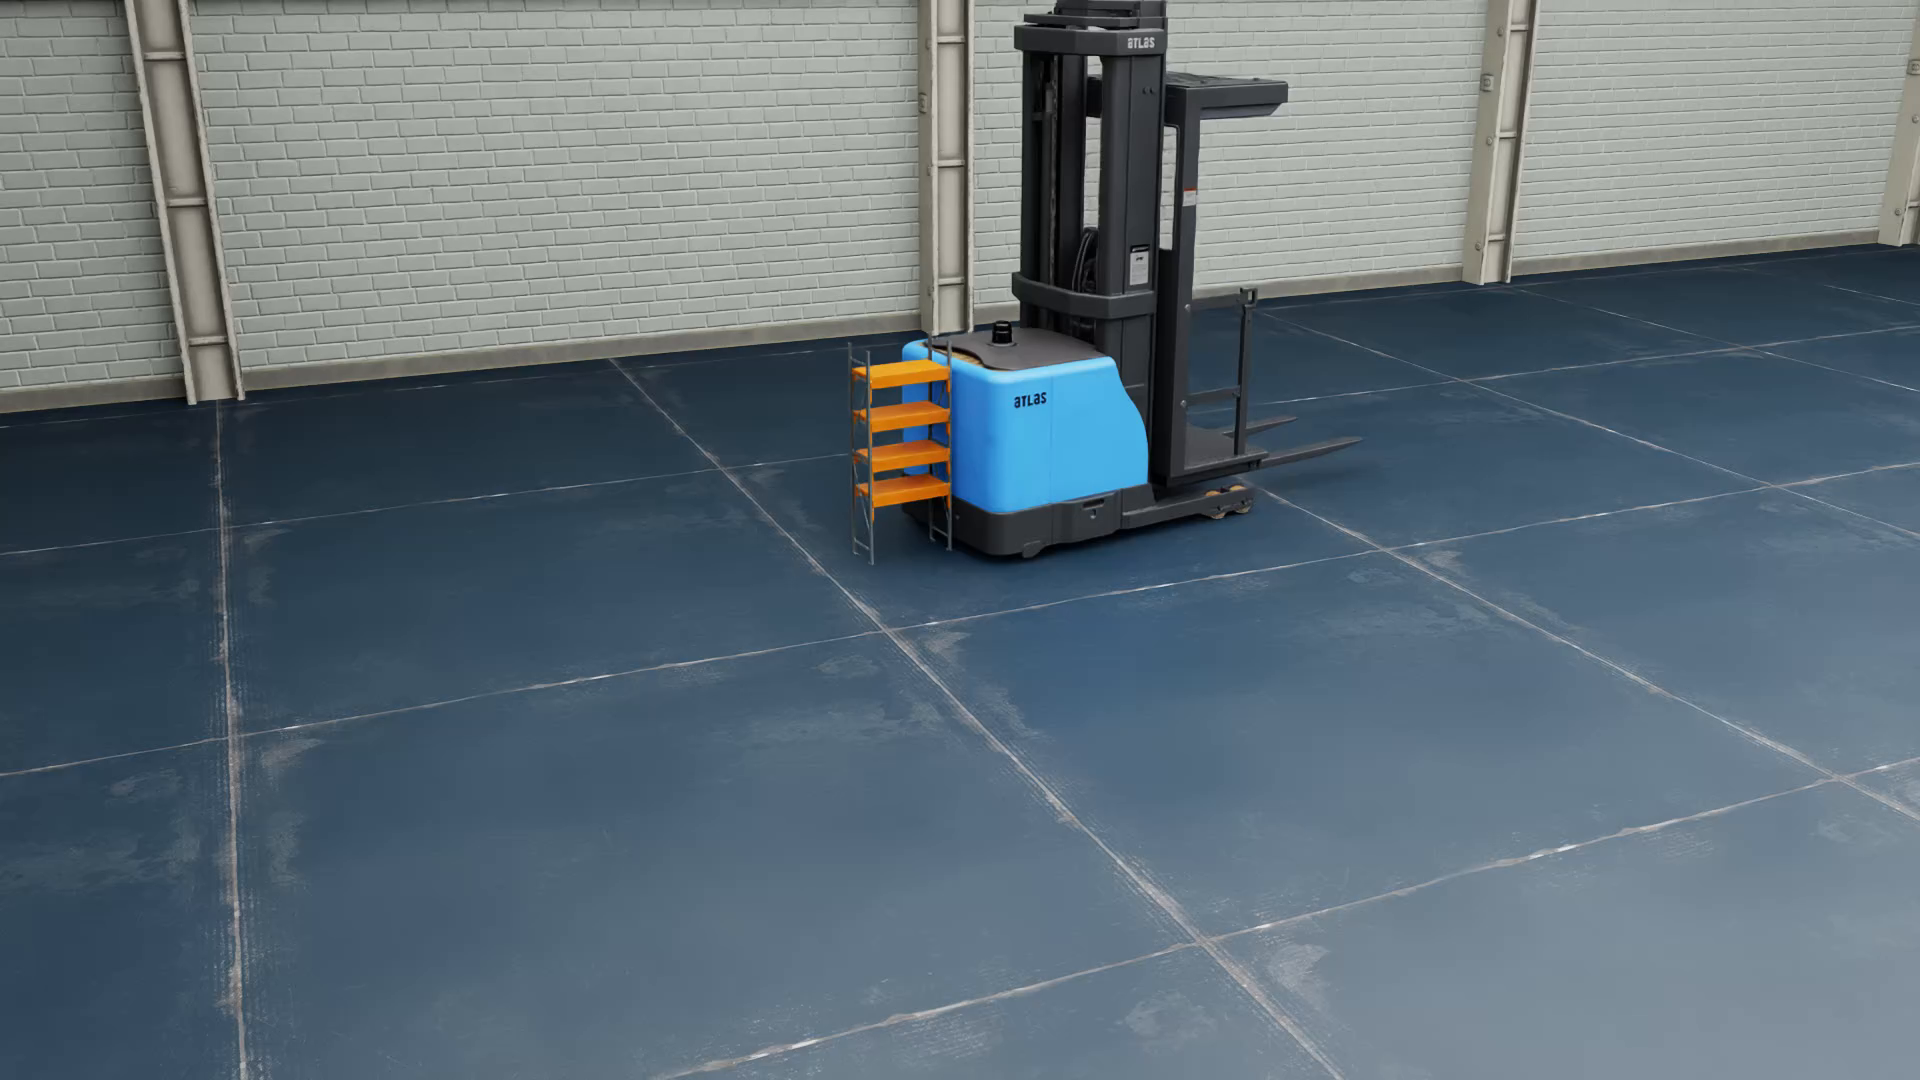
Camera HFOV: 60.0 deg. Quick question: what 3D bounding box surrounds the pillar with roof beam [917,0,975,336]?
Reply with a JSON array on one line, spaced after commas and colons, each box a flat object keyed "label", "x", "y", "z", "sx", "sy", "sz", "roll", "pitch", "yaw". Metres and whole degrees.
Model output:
[{"label": "pillar with roof beam", "x": 1.587, "y": -4.801, "z": 9.608, "sx": 0.400, "sy": 9.000, "sz": 9.100, "roll": -8, "pitch": 21, "yaw": -22}]

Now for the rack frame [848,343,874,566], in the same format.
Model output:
[{"label": "rack frame", "x": -0.538, "y": -0.457, "z": 9.015, "sx": 0.015, "sy": 1.200, "sz": 0.240, "roll": -11, "pitch": 22, "yaw": -27}]

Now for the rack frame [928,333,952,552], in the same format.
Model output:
[{"label": "rack frame", "x": -0.112, "y": -0.537, "z": 9.239, "sx": 0.015, "sy": 1.200, "sz": 0.240, "roll": -11, "pitch": 22, "yaw": -27}]

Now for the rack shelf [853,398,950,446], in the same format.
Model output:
[{"label": "rack shelf", "x": -0.325, "y": -0.645, "z": 9.075, "sx": 0.480, "sy": 0.148, "sz": 0.258, "roll": -11, "pitch": 22, "yaw": -27}]

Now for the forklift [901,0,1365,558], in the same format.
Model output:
[{"label": "forklift", "x": 1.165, "y": -1.639, "z": 9.763, "sx": 3.031, "sy": 2.935, "sz": 1.130, "roll": -12, "pitch": 23, "yaw": -31}]

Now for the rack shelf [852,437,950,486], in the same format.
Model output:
[{"label": "rack shelf", "x": -0.325, "y": -0.434, "z": 9.149, "sx": 0.480, "sy": 0.148, "sz": 0.258, "roll": -11, "pitch": 22, "yaw": -27}]

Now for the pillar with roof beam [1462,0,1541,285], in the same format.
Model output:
[{"label": "pillar with roof beam", "x": 7.097, "y": -5.590, "z": 11.850, "sx": 0.400, "sy": 9.000, "sz": 9.100, "roll": -8, "pitch": 21, "yaw": -22}]

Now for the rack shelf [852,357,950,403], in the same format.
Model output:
[{"label": "rack shelf", "x": -0.325, "y": -0.868, "z": 8.996, "sx": 0.480, "sy": 0.148, "sz": 0.258, "roll": -11, "pitch": 22, "yaw": -27}]

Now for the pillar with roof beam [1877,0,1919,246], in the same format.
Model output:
[{"label": "pillar with roof beam", "x": 12.606, "y": -6.380, "z": 14.091, "sx": 0.400, "sy": 9.000, "sz": 9.100, "roll": -8, "pitch": 21, "yaw": -22}]

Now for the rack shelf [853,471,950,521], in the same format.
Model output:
[{"label": "rack shelf", "x": -0.325, "y": -0.246, "z": 9.215, "sx": 0.480, "sy": 0.148, "sz": 0.258, "roll": -11, "pitch": 22, "yaw": -27}]

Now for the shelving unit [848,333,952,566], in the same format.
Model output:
[{"label": "shelving unit", "x": -0.325, "y": -0.497, "z": 9.127, "sx": 0.503, "sy": 1.200, "sz": 0.258, "roll": -11, "pitch": 22, "yaw": -27}]

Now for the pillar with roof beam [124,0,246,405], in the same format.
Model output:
[{"label": "pillar with roof beam", "x": -3.922, "y": -4.012, "z": 7.366, "sx": 0.400, "sy": 9.000, "sz": 9.100, "roll": -8, "pitch": 21, "yaw": -22}]
